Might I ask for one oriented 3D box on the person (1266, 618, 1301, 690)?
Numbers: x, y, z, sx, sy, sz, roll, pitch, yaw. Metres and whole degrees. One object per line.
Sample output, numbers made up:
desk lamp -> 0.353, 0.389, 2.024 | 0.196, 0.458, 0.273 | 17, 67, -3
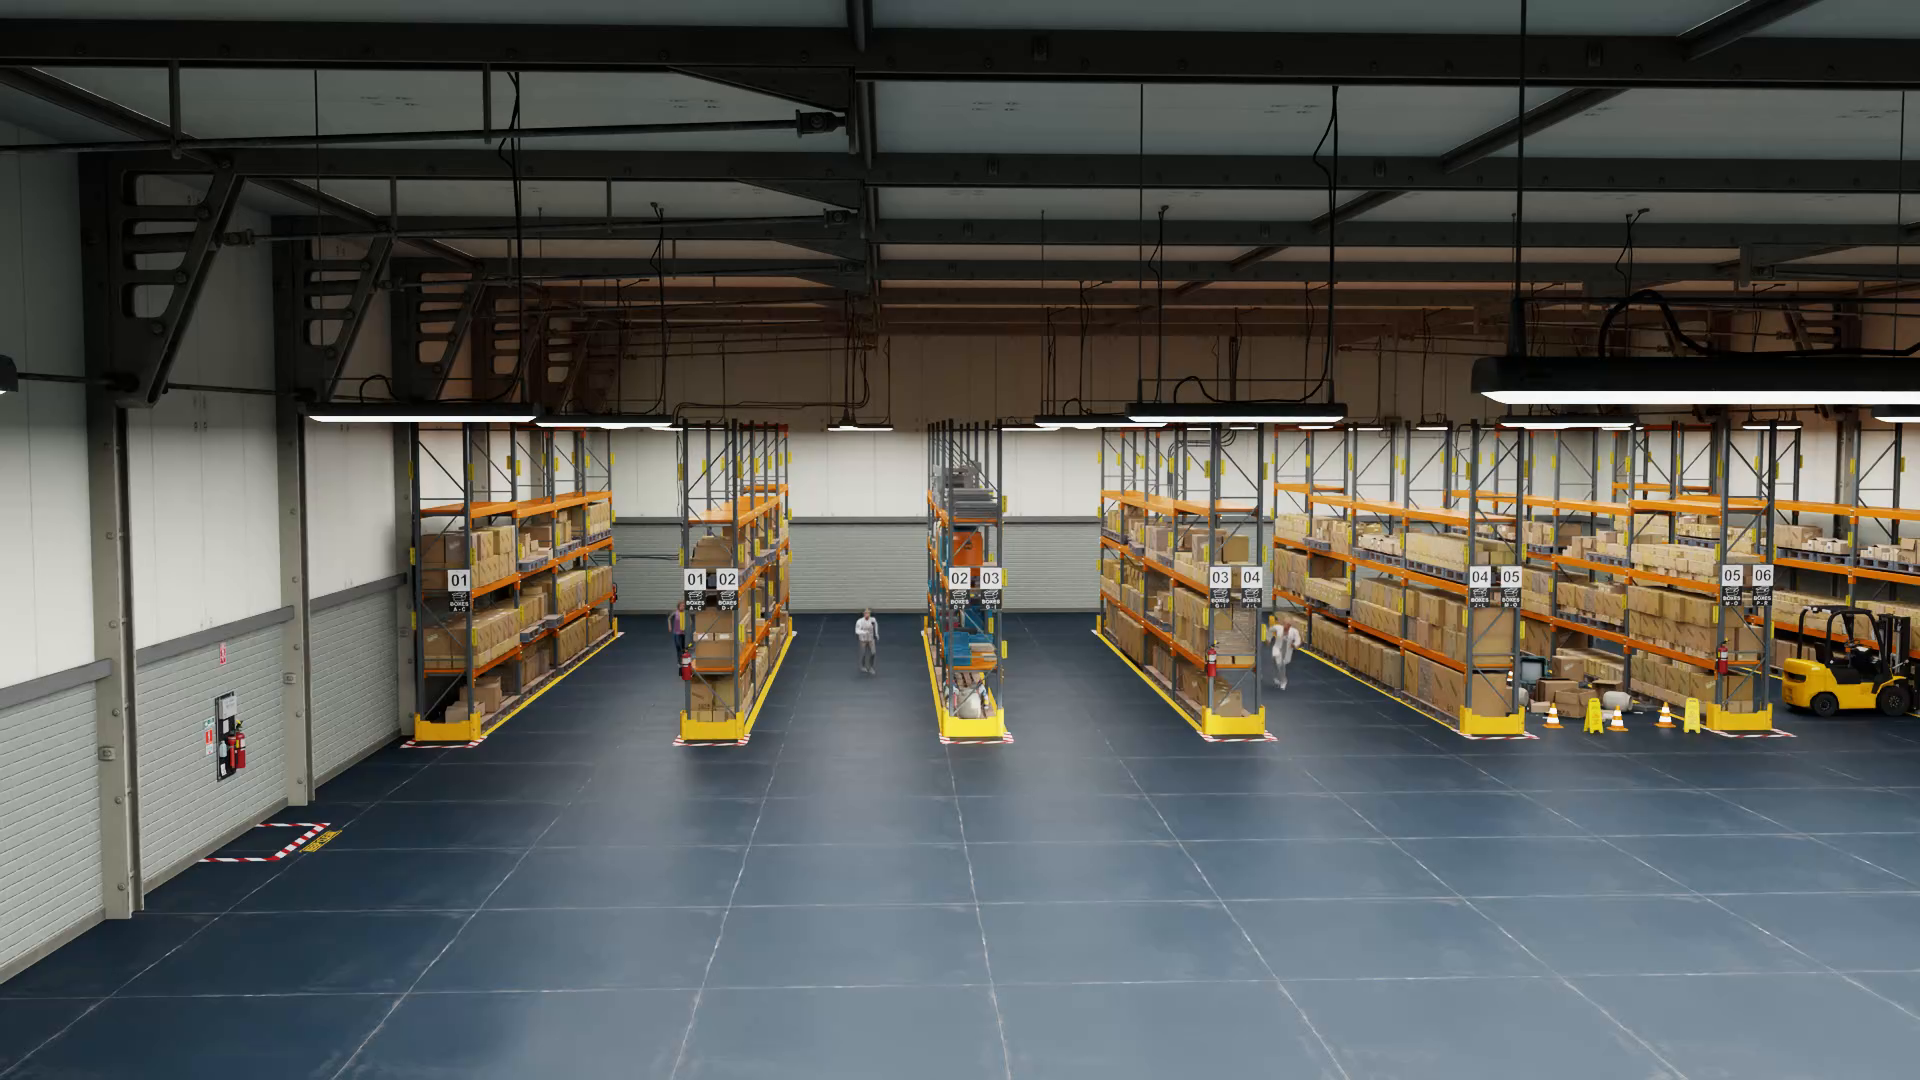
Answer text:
person -> 7.257, 2.511, 37.332 | 0.717, 1.604, 1.185 | 0, 4, 2

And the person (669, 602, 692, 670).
person -> -6.845, 2.314, 40.717 | 0.571, 1.621, 0.869 | -1, 4, -9

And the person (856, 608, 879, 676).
person -> -2.203, 2.390, 39.471 | 0.596, 1.632, 0.917 | -1, 4, -13
